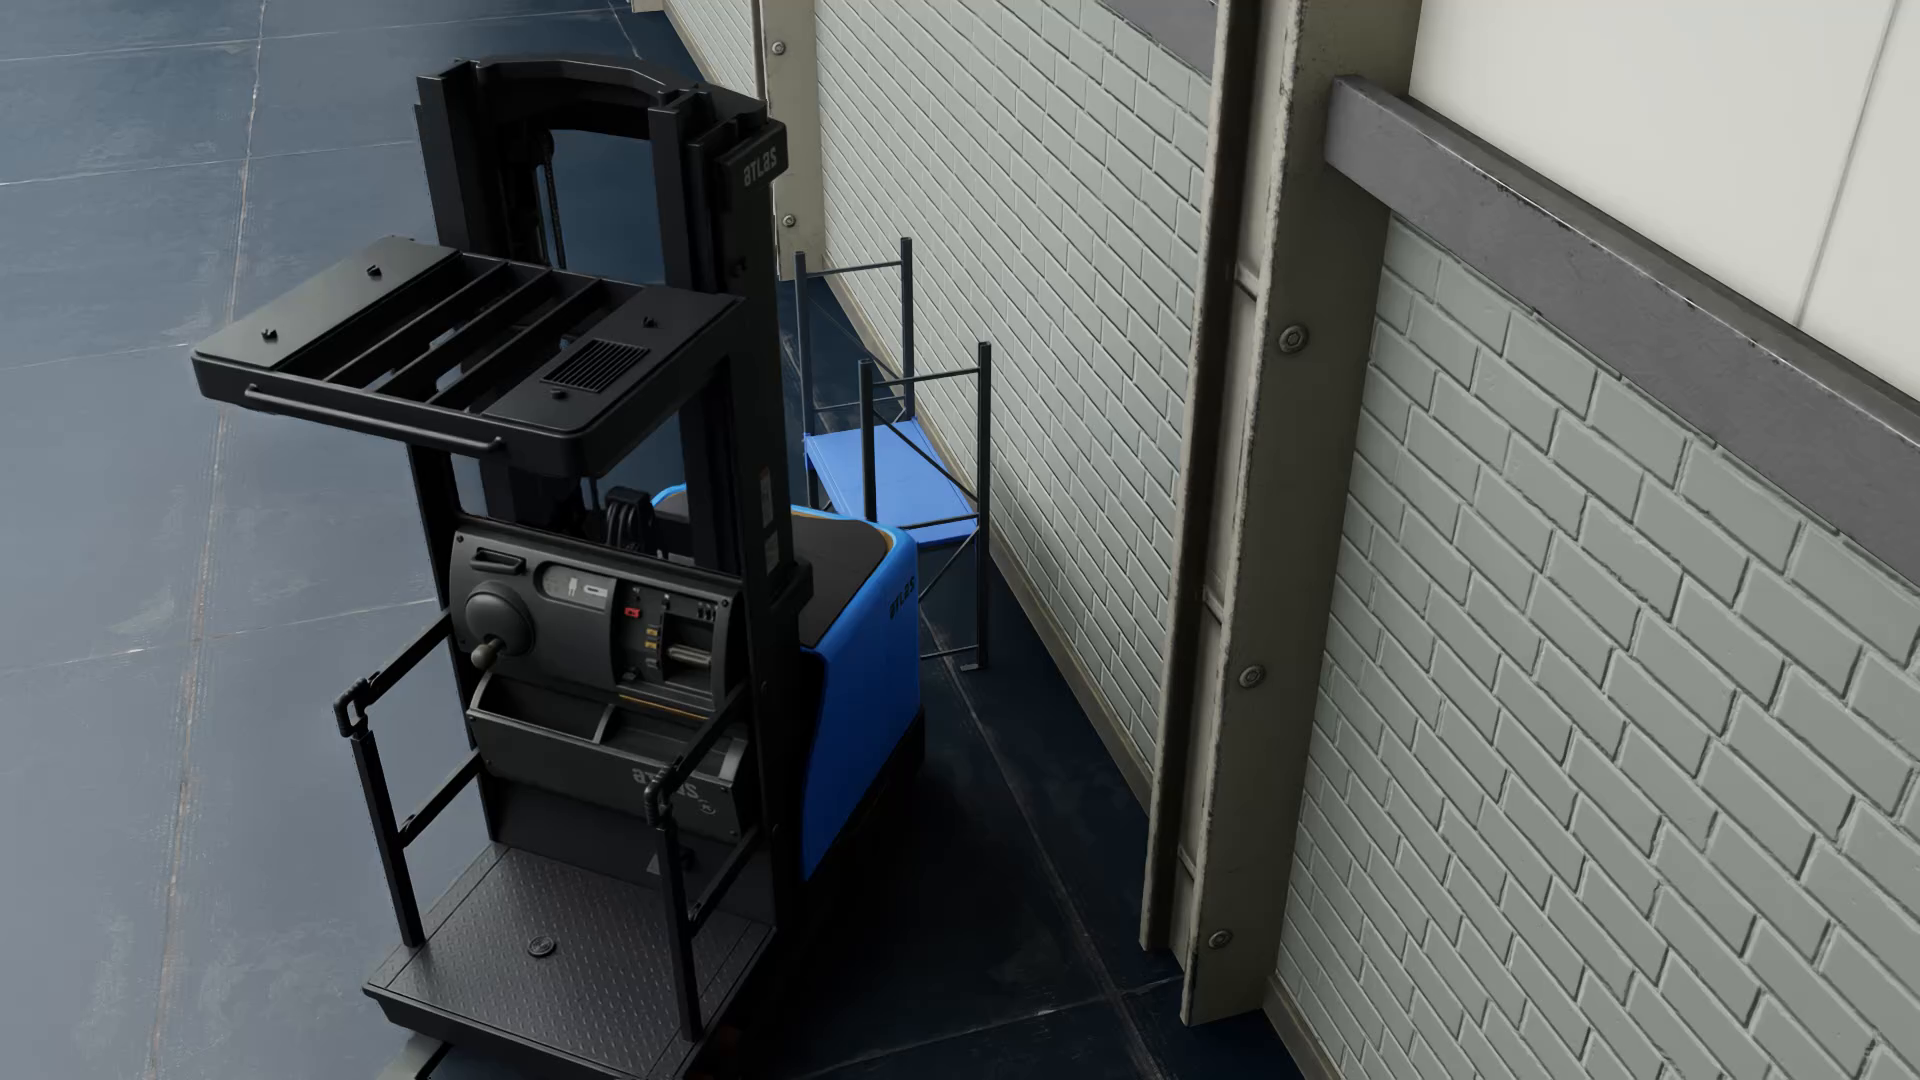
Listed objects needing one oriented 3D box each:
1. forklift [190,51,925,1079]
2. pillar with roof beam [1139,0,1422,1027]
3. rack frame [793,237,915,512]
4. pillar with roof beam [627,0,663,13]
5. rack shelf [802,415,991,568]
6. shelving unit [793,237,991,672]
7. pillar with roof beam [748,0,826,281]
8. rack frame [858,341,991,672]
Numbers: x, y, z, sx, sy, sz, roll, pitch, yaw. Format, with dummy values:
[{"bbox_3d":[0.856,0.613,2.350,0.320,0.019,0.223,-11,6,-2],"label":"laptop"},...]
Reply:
[{"bbox_3d":[-1.150,0.296,4.644,1.130,2.935,3.031,12,35,18],"label":"forklift"},{"bbox_3d":[-3.283,-1.587,1.988,9.100,9.000,0.400,-10,35,-15],"label":"pillar with roof beam"},{"bbox_3d":[-0.442,-0.592,7.285,0.500,1.500,0.032,-10,35,-15],"label":"rack frame"},{"bbox_3d":[-6.943,-7.887,11.523,9.100,9.000,0.400,-10,35,-15],"label":"pillar with roof beam"},{"bbox_3d":[-0.284,-0.175,6.981,0.538,0.185,1.000,-10,35,-15],"label":"rack shelf"},{"bbox_3d":[-0.284,-0.326,6.882,0.538,1.500,1.048,-10,35,-15],"label":"shelving unit"},{"bbox_3d":[-5.113,-4.737,6.756,9.100,9.000,0.400,-10,35,-15],"label":"pillar with roof beam"},{"bbox_3d":[-0.126,-0.059,6.479,0.500,1.500,0.032,-10,35,-15],"label":"rack frame"}]
